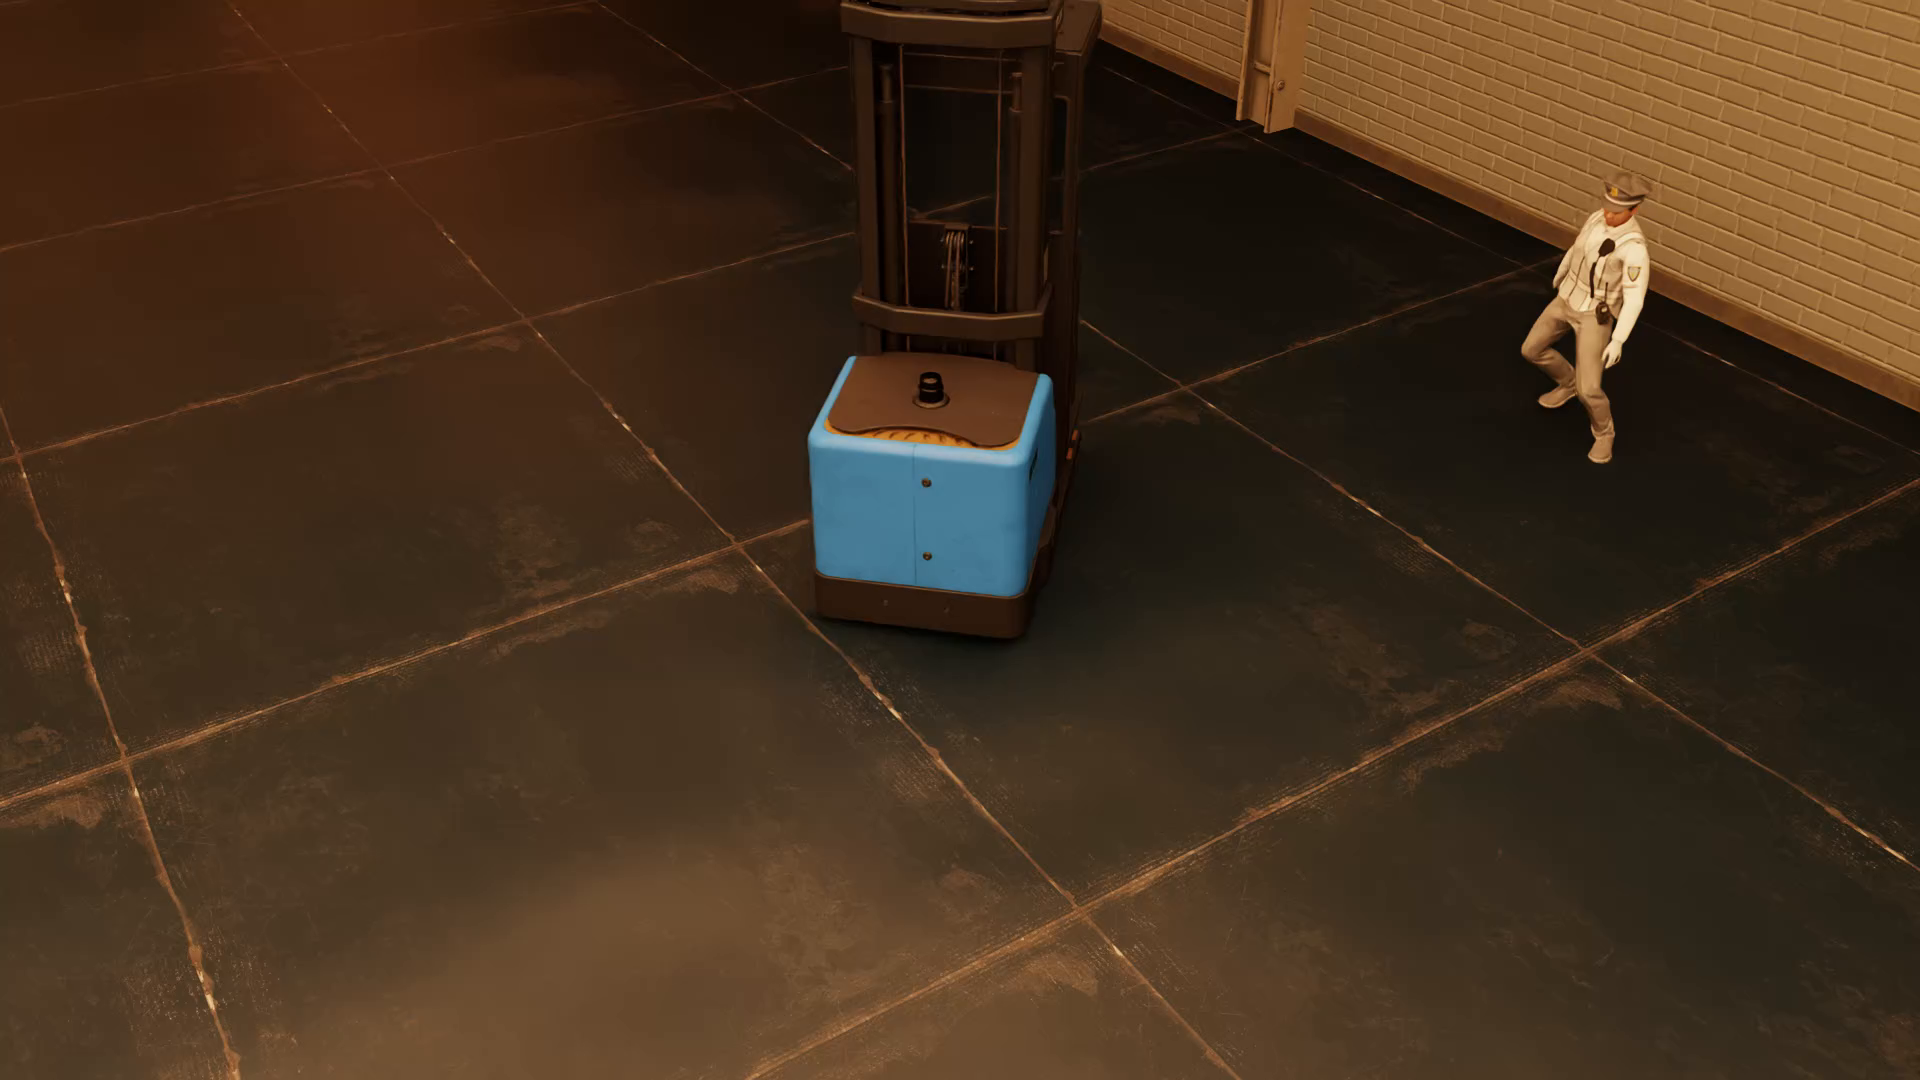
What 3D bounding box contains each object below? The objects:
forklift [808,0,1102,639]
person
[{"bbox_3d":[0.076,-1.573,8.386,1.130,2.935,3.031,6,36,9],"label":"forklift"},{"bbox_3d":[3.471,-1.288,9.170,0.460,1.585,0.820,-7,36,-10],"label":"person"}]
